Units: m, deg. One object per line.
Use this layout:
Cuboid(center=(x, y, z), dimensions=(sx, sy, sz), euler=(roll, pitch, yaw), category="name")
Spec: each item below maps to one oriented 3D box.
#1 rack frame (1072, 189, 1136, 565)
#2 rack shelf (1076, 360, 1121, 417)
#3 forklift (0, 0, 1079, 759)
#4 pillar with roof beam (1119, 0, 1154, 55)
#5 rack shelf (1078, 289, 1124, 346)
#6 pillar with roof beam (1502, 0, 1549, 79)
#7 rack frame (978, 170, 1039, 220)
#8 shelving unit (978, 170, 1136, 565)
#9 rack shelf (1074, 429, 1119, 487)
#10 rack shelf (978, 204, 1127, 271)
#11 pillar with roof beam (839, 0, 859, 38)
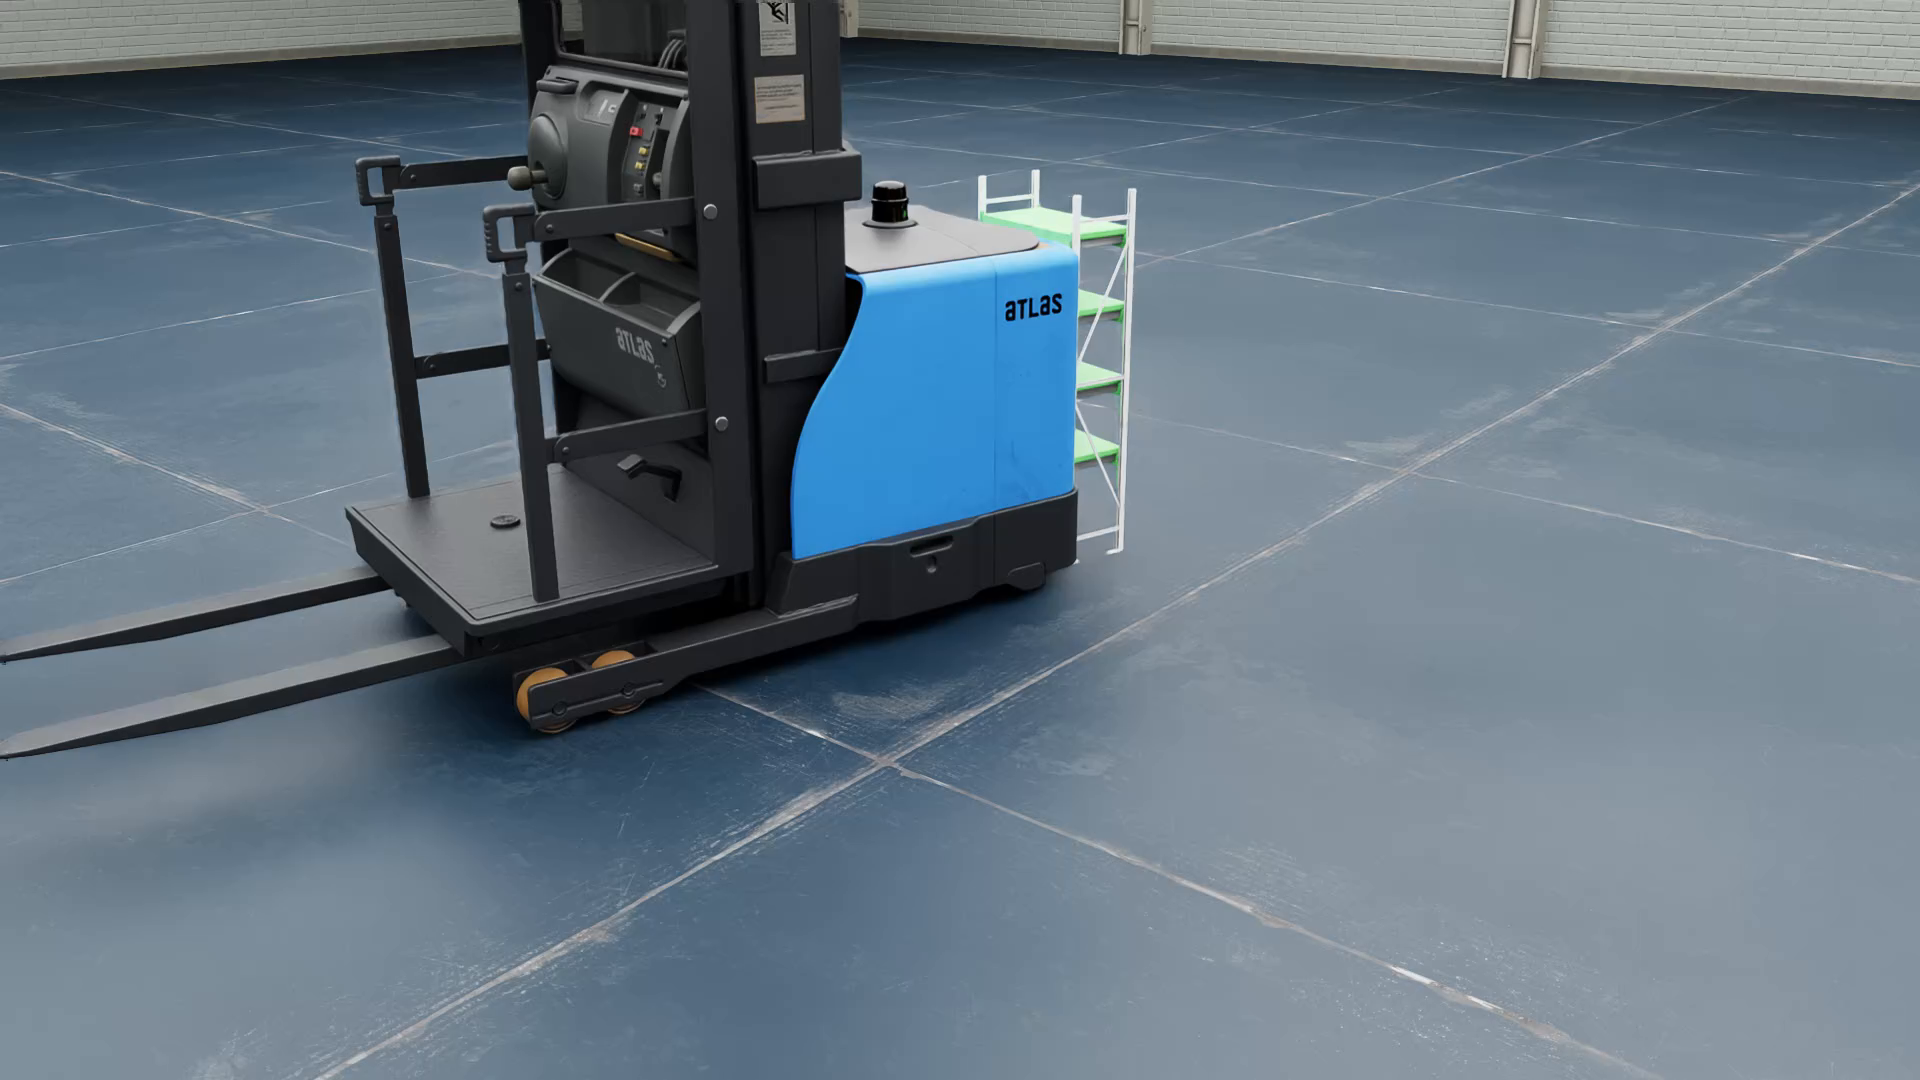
Cuboid(center=(0.444, -0.503, 5.301), dimensions=(0.240, 1.200, 0.015), euler=(-14, 25, -33), category="rack frame")
Cuboid(center=(0.303, -0.513, 5.510), dimensions=(0.258, 0.148, 0.480), euler=(-14, 25, -33), category="rack shelf")
Cuboid(center=(-1.126, -1.079, 4.376), dimensions=(3.031, 2.935, 1.130), euler=(-14, 25, -33), category="forklift")
Cuboid(center=(-0.070, -10.395, 20.481), dimensions=(0.400, 9.000, 9.100), euler=(16, 26, 36), category="pillar with roof beam")
Cuboid(center=(0.303, -0.738, 5.425), dimensions=(0.258, 0.148, 0.480), euler=(-14, 25, -33), category="rack shelf")
Cuboid(center=(4.578, -9.057, 16.931), dimensions=(0.400, 9.000, 9.100), euler=(16, 26, 36), category="pillar with roof beam")
Cuboid(center=(0.162, -0.643, 5.673), dimensions=(0.240, 1.200, 0.015), euler=(-14, 25, -33), category="rack frame")
Cuboid(center=(0.303, -0.573, 5.487), dimensions=(0.258, 1.200, 0.503), euler=(-14, 25, -33), category="shelving unit")
Cuboid(center=(0.302, -0.289, 5.594), dimensions=(0.258, 0.148, 0.480), euler=(-14, 25, -33), category="rack shelf")
Cuboid(center=(0.303, -0.962, 5.340), dimensions=(0.258, 0.148, 0.480), euler=(-14, 25, -33), category="rack shelf")
Cuboid(center=(-4.719, -11.734, 24.031), dimensions=(0.400, 9.000, 9.100), euler=(16, 26, 36), category="pillar with roof beam")
